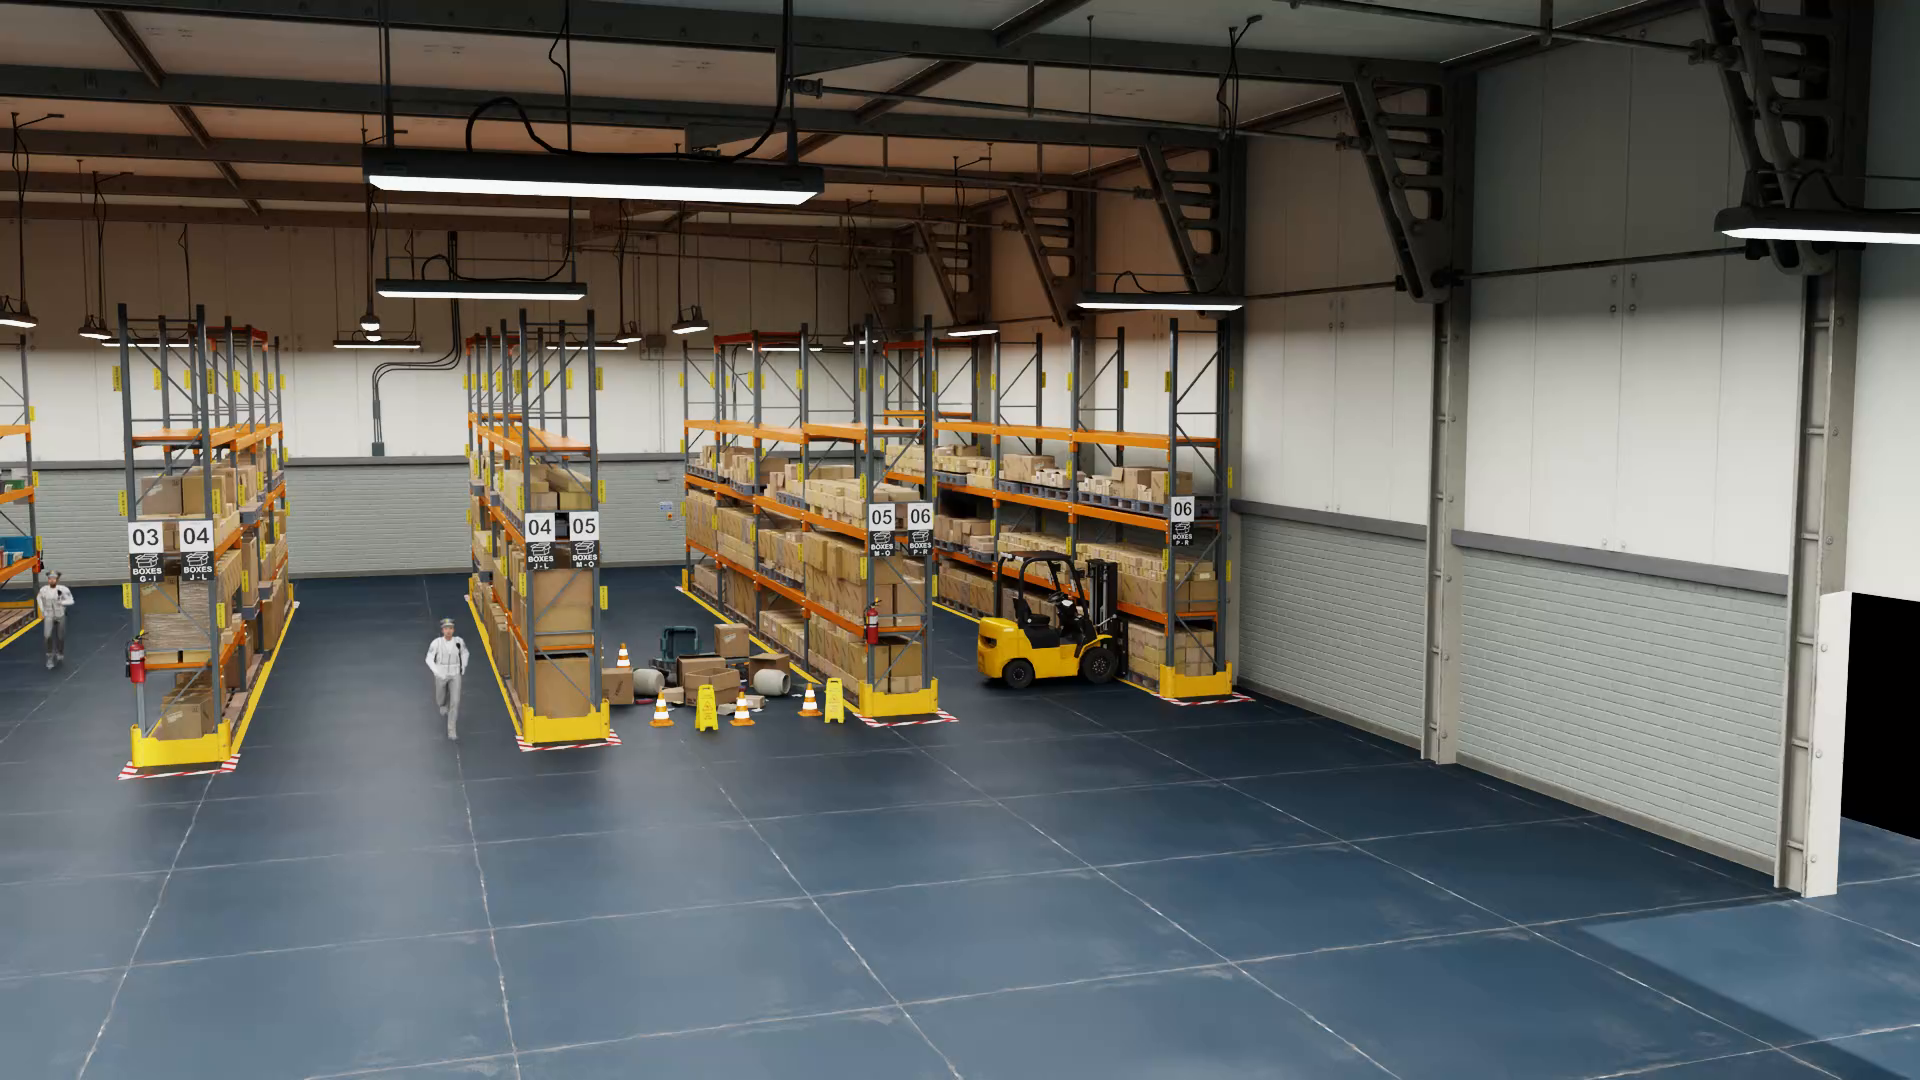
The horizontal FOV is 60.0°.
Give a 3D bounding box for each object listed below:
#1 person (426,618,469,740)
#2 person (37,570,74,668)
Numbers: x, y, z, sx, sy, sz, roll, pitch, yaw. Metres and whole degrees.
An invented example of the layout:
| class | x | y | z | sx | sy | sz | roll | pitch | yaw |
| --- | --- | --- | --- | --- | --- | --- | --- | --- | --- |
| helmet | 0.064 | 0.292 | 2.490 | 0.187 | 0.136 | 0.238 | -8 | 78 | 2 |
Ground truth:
| class | x | y | z | sx | sy | sz | roll | pitch | yaw |
| --- | --- | --- | --- | --- | --- | --- | --- | --- | --- |
| person | -7.304 | 1.951 | 23.734 | 0.597 | 1.683 | 0.988 | -2 | 6 | -17 |
| person | -15.997 | 1.394 | 29.437 | 0.596 | 1.743 | 0.760 | -2 | 6 | -25 |
